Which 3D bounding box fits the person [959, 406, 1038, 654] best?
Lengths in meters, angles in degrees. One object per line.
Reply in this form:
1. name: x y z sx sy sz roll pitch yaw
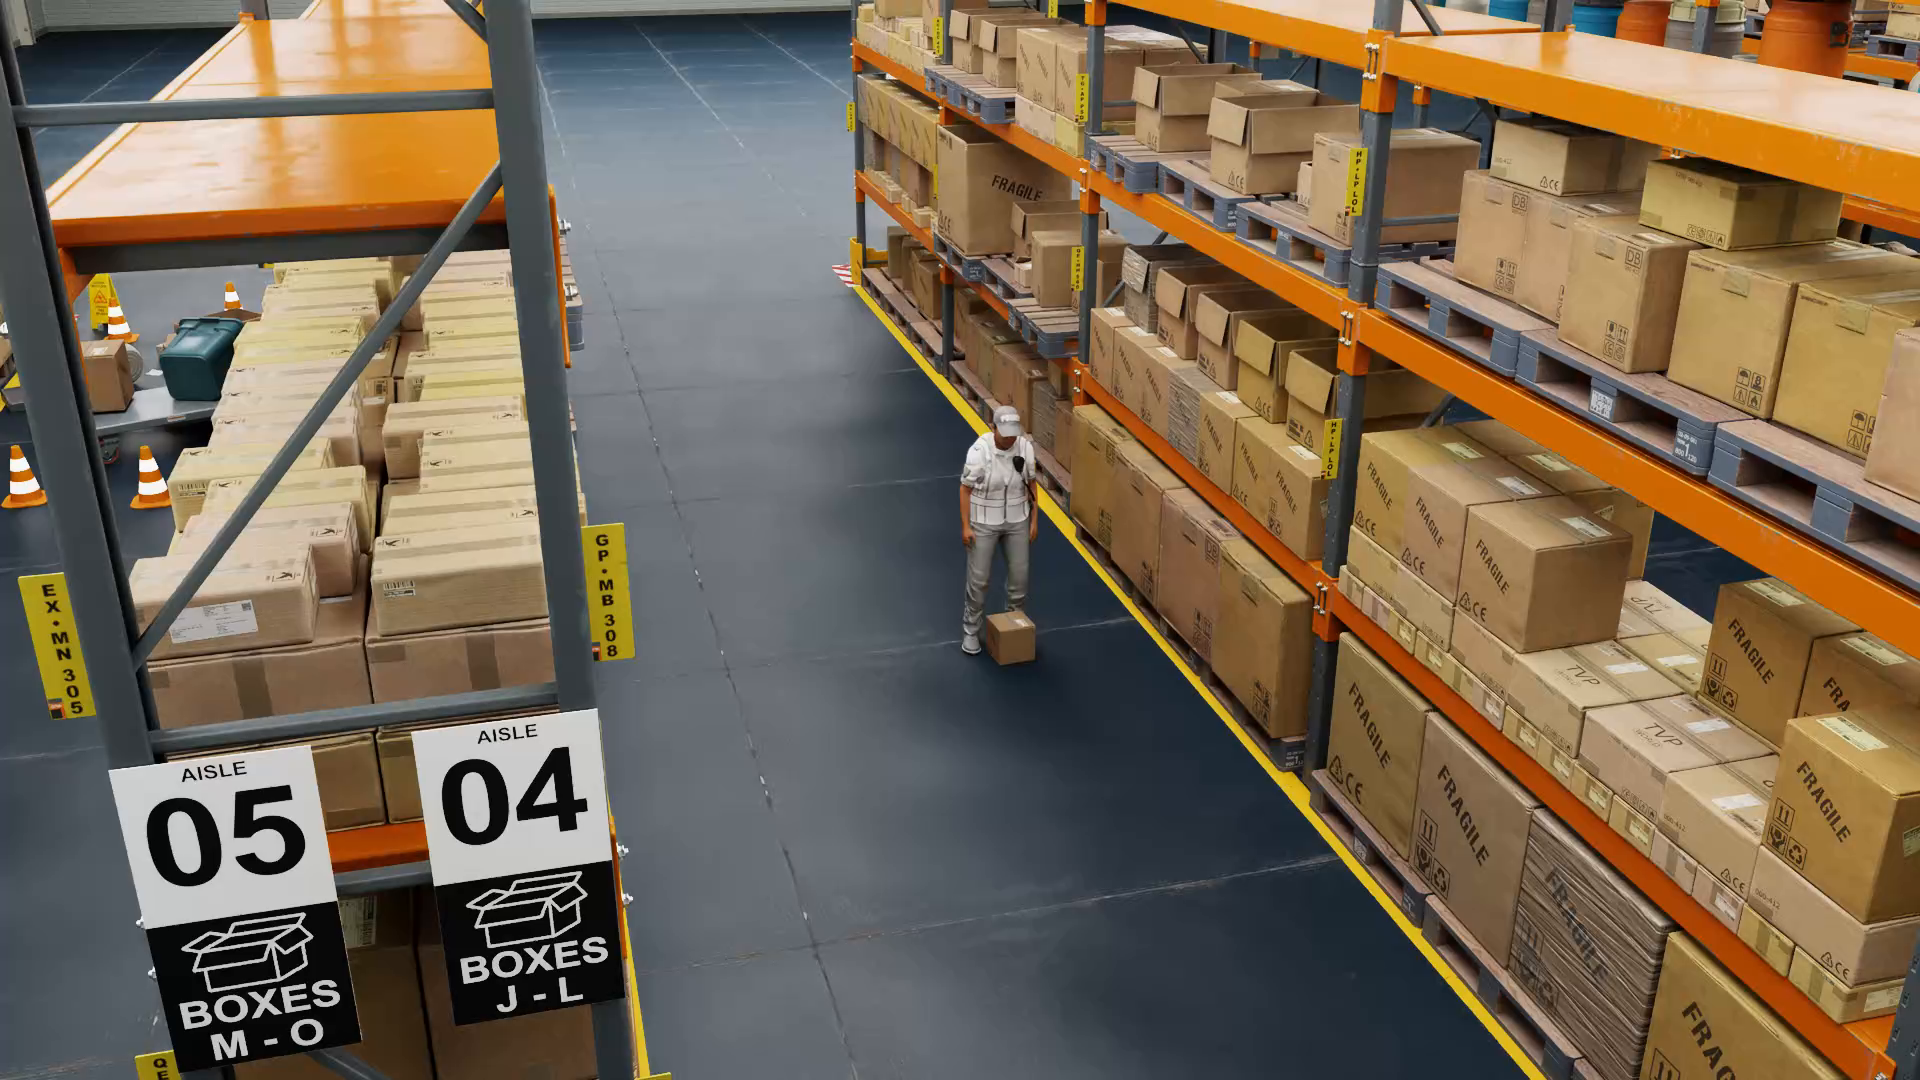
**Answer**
1. person: 0.254 -0.092 10.803 0.539 1.666 0.466 -6 24 -14
